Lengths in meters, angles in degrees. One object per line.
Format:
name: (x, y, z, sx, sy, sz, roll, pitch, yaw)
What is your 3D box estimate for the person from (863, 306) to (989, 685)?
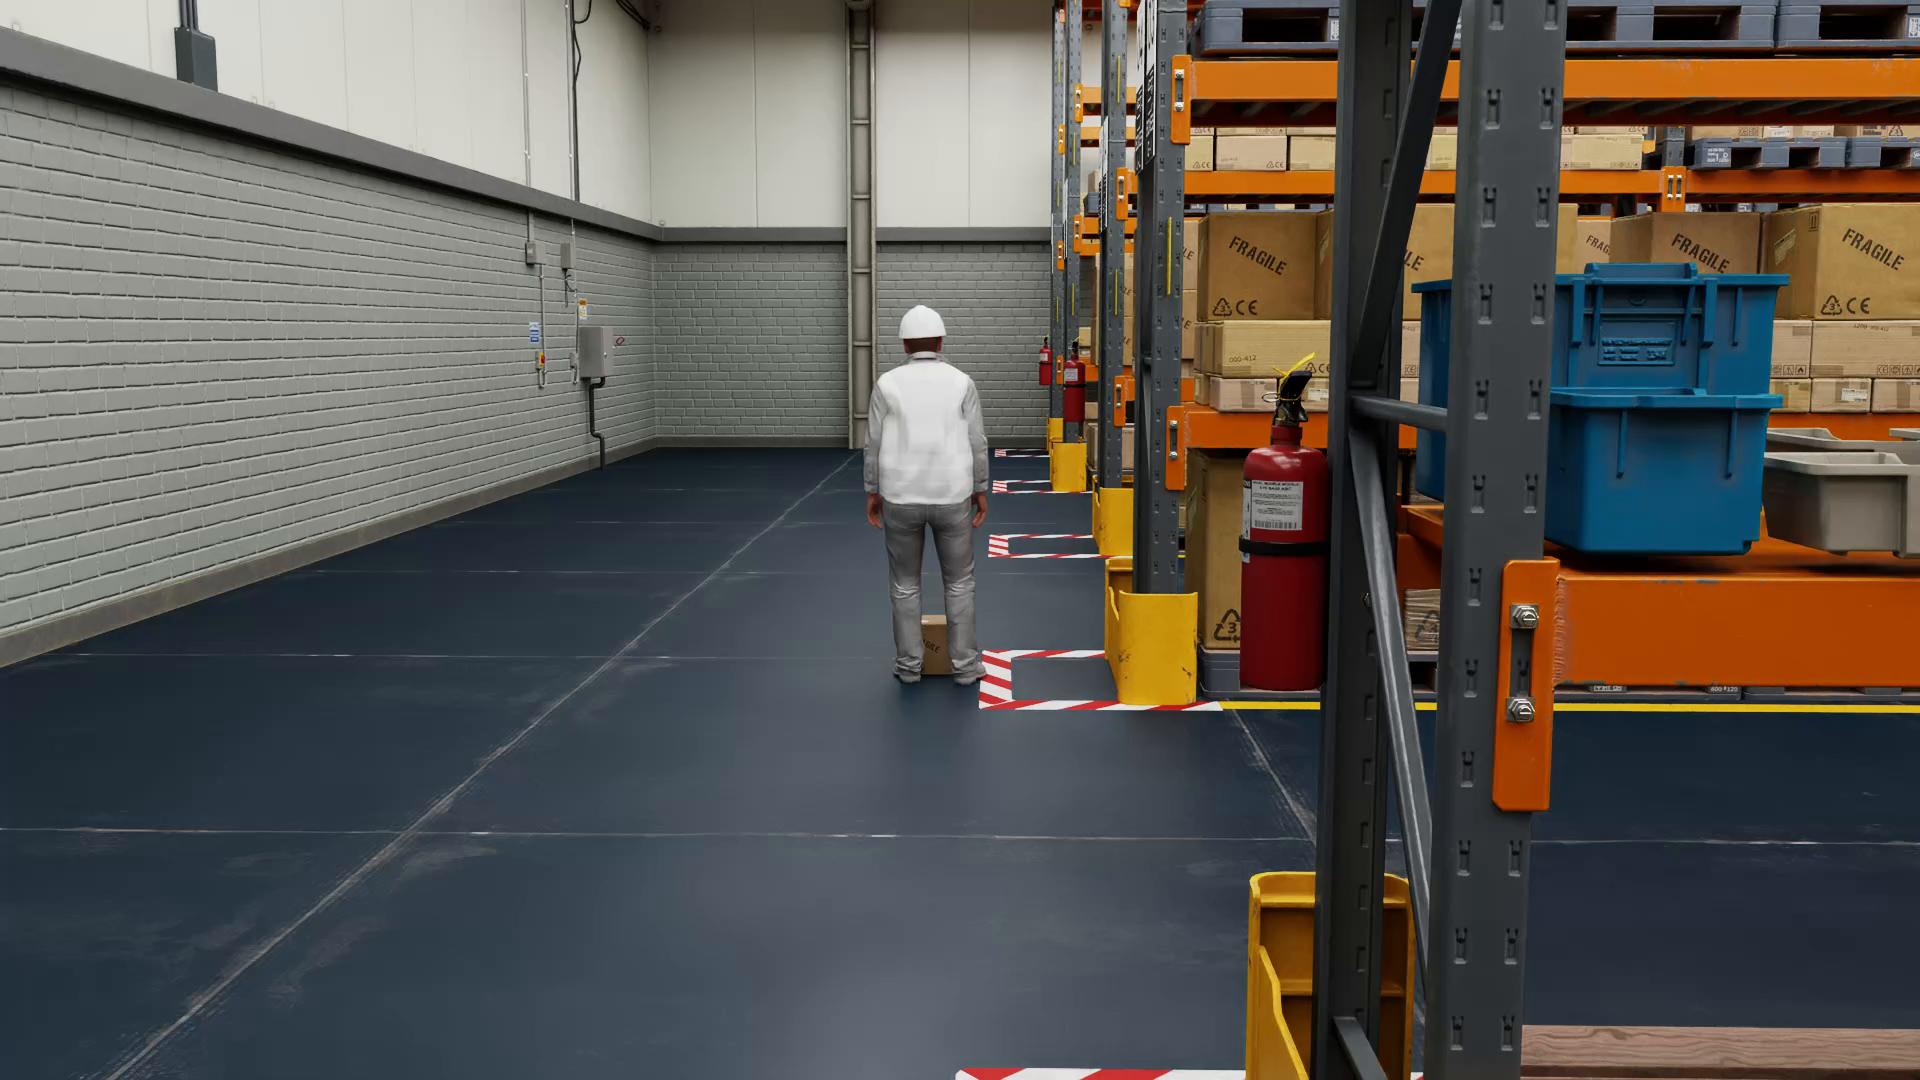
person: (-0.158, -0.209, 7.820, 0.589, 1.772, 0.464, 0, 7, 0)
